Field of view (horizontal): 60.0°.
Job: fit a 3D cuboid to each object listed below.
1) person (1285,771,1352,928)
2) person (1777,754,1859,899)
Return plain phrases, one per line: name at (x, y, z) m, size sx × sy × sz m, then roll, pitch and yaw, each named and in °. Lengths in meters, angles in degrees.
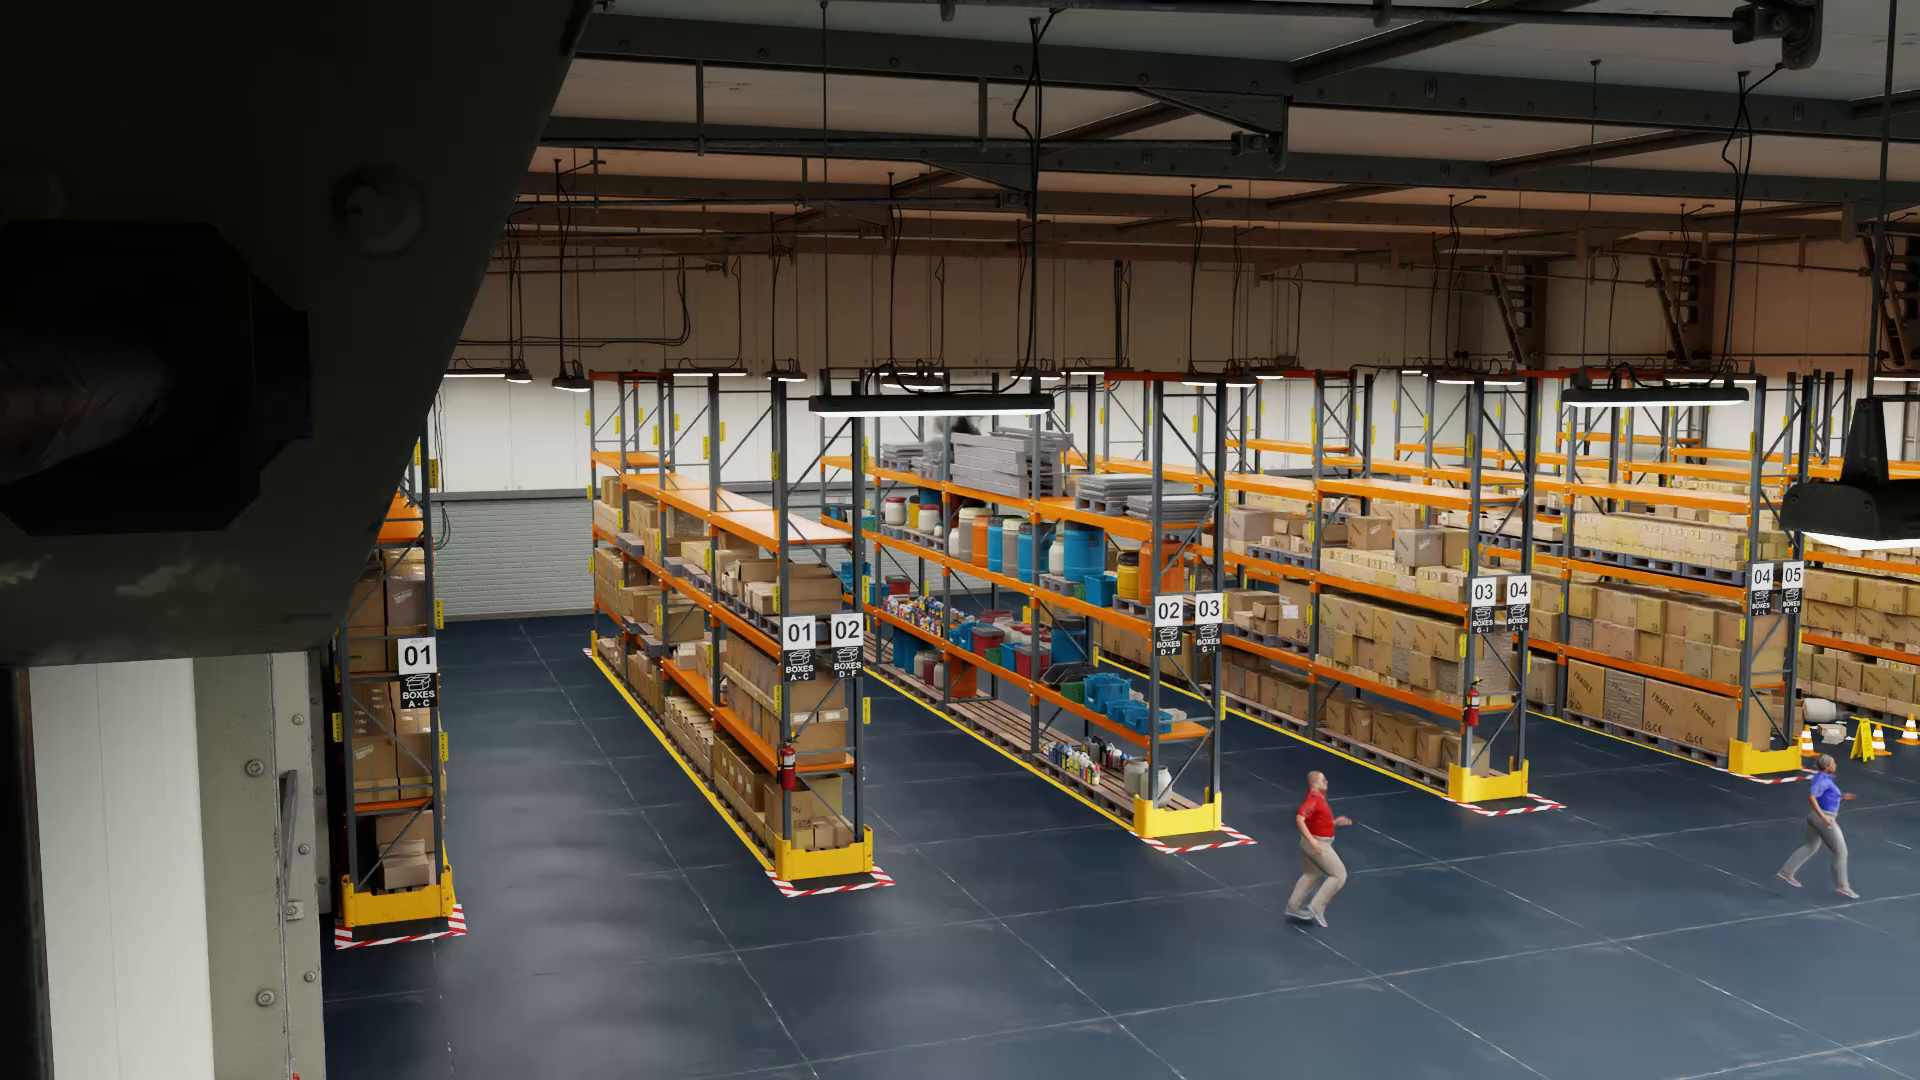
person at (3.994, 3.430, 18.485) m, size 0.714 × 1.740 × 0.638 m, roll 0°, pitch 6°, yaw 2°
person at (10.078, 3.330, 19.437) m, size 0.851 × 1.687 × 0.559 m, roll 1°, pitch 6°, yaw 7°
